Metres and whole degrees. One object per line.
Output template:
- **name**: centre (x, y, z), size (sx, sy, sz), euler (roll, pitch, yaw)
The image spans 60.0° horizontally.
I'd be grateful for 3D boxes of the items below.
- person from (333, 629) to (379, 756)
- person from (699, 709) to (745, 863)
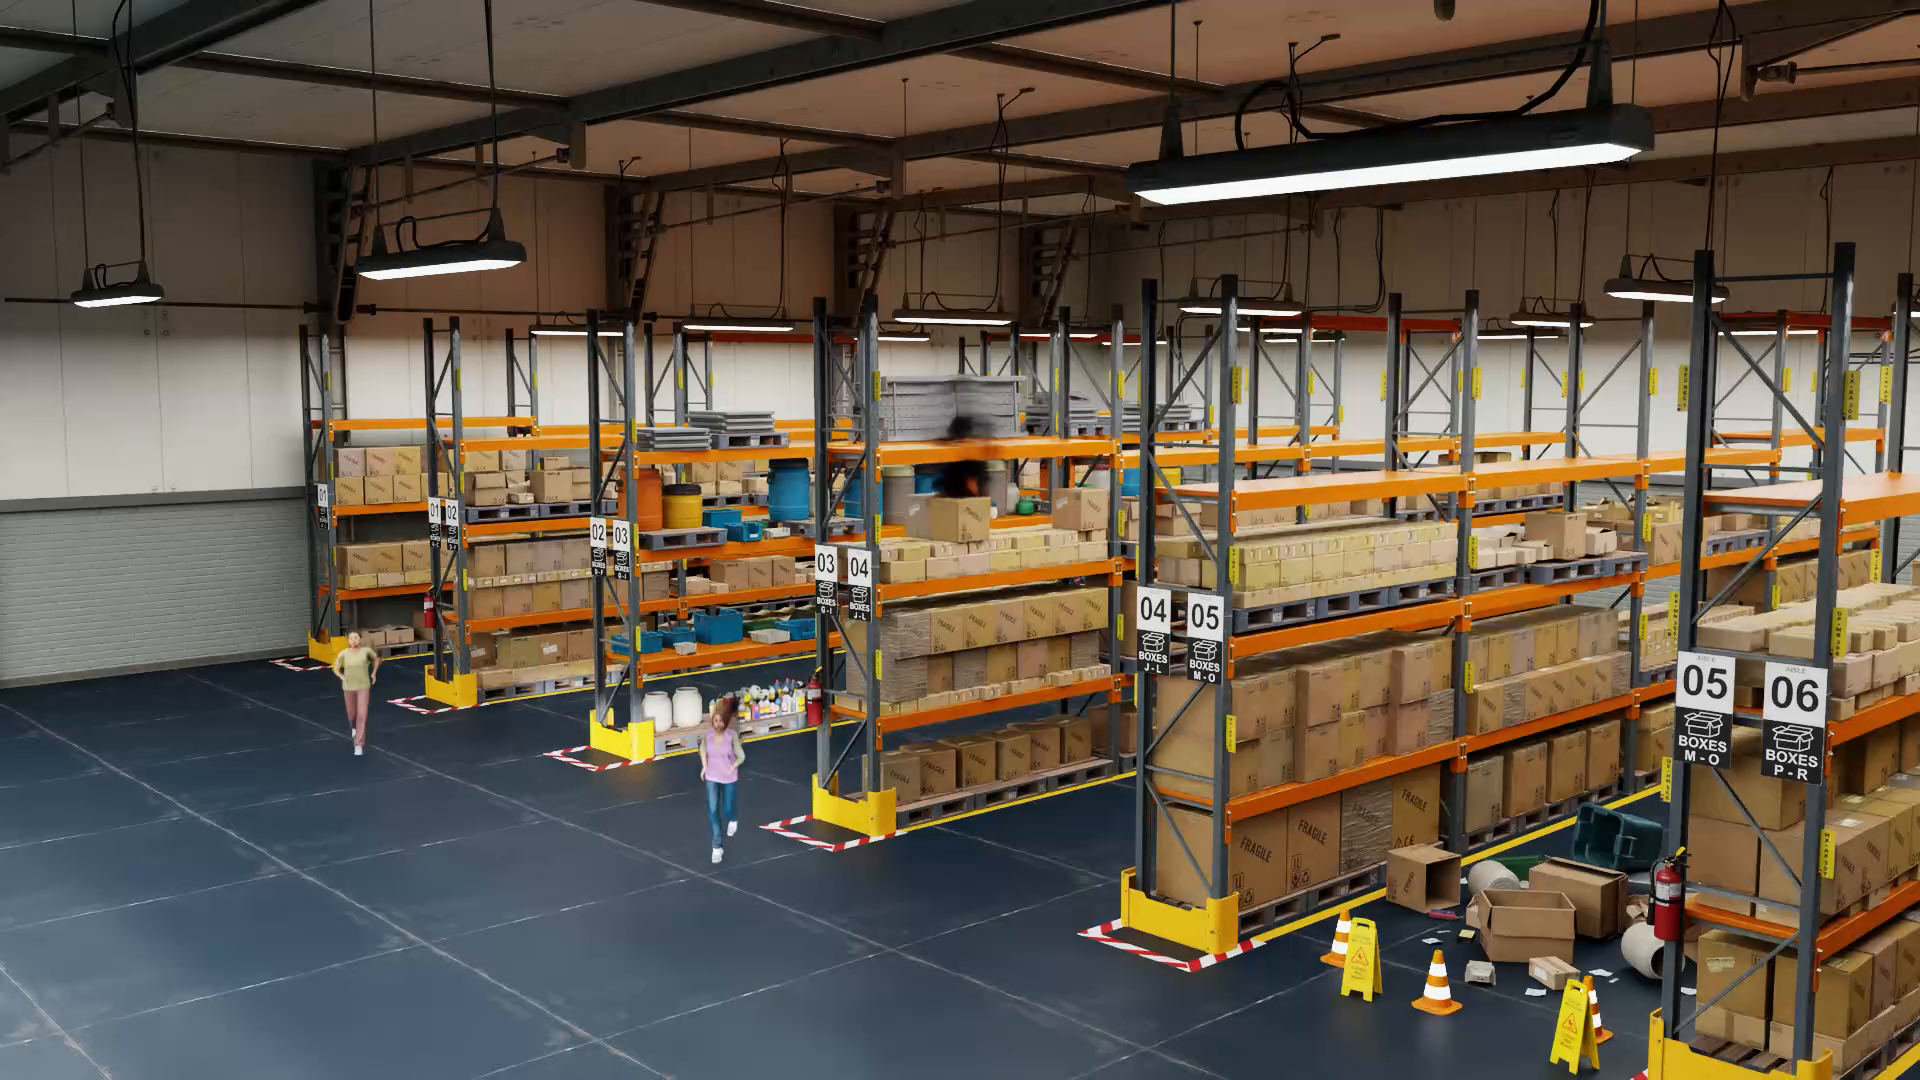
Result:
- **person**: centre (-8.255, 2.048, 22.764), size (0.590, 1.669, 0.927), euler (-2, 6, -17)
- **person**: centre (-2.555, 2.578, 17.901), size (0.514, 1.595, 0.857), euler (0, 6, 1)
